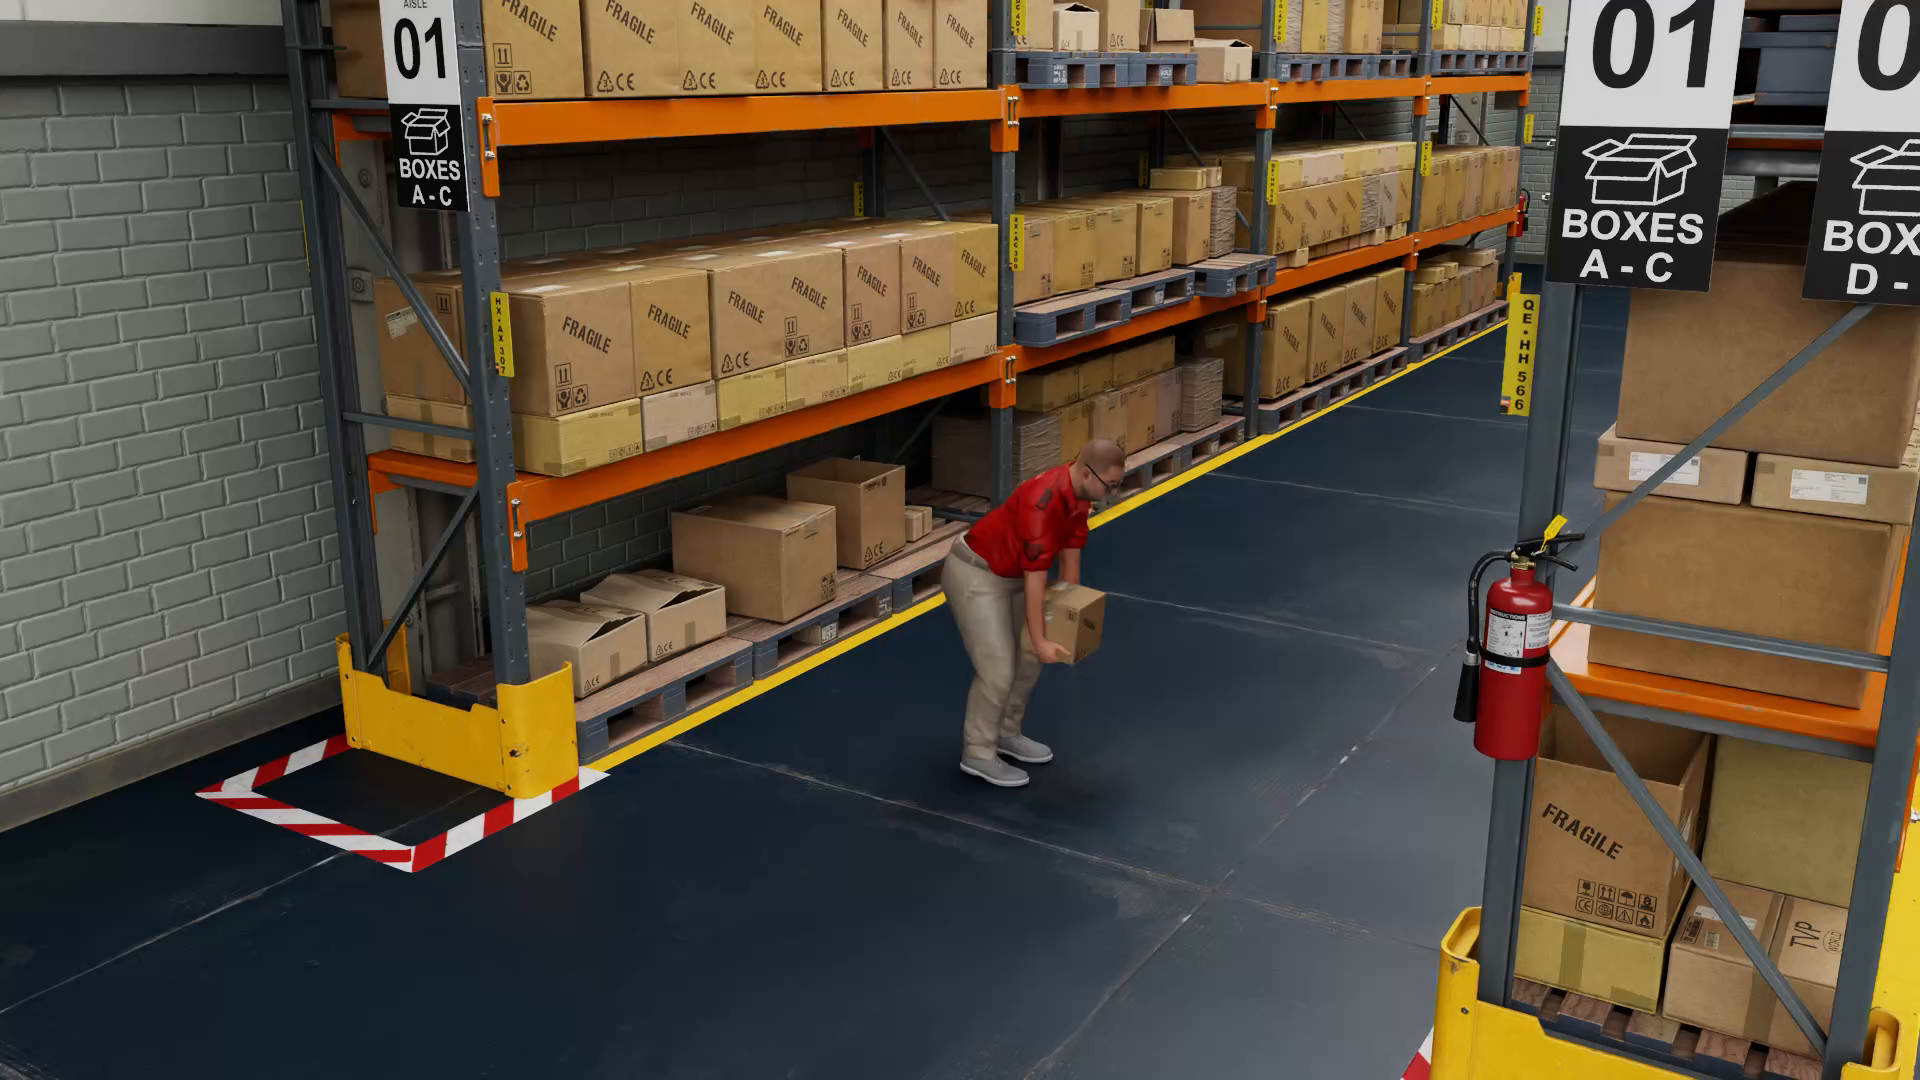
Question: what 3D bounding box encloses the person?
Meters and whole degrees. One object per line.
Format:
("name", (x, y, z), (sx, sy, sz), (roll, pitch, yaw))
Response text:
("person", (0.312, 0.284, 6.986), (0.778, 1.510, 0.465), (9, 18, 29))
